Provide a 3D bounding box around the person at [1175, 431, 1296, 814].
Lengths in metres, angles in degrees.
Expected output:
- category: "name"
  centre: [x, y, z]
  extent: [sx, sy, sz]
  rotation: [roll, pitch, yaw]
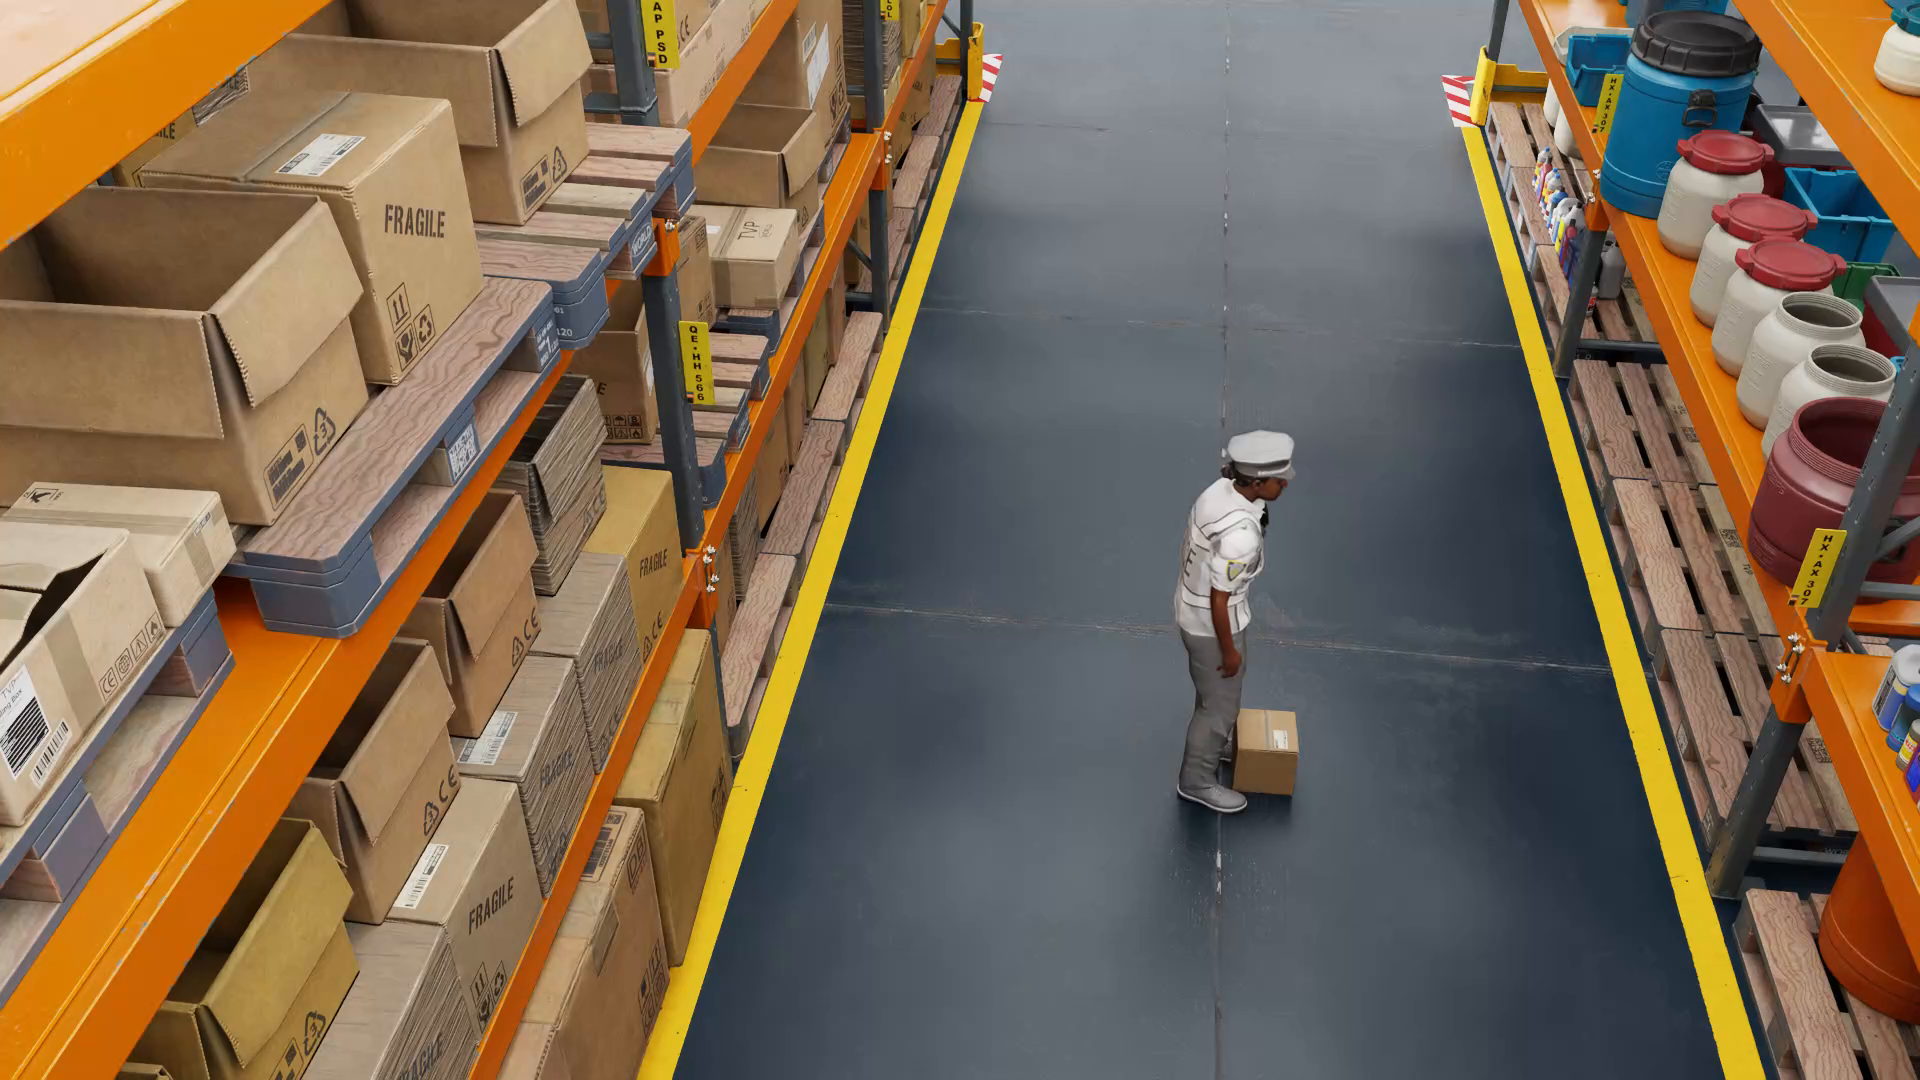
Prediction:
- category: "person"
  centre: [1.060, 0.315, 6.611]
  extent: [0.416, 1.657, 0.512]
  rotation: [4, 37, 6]
